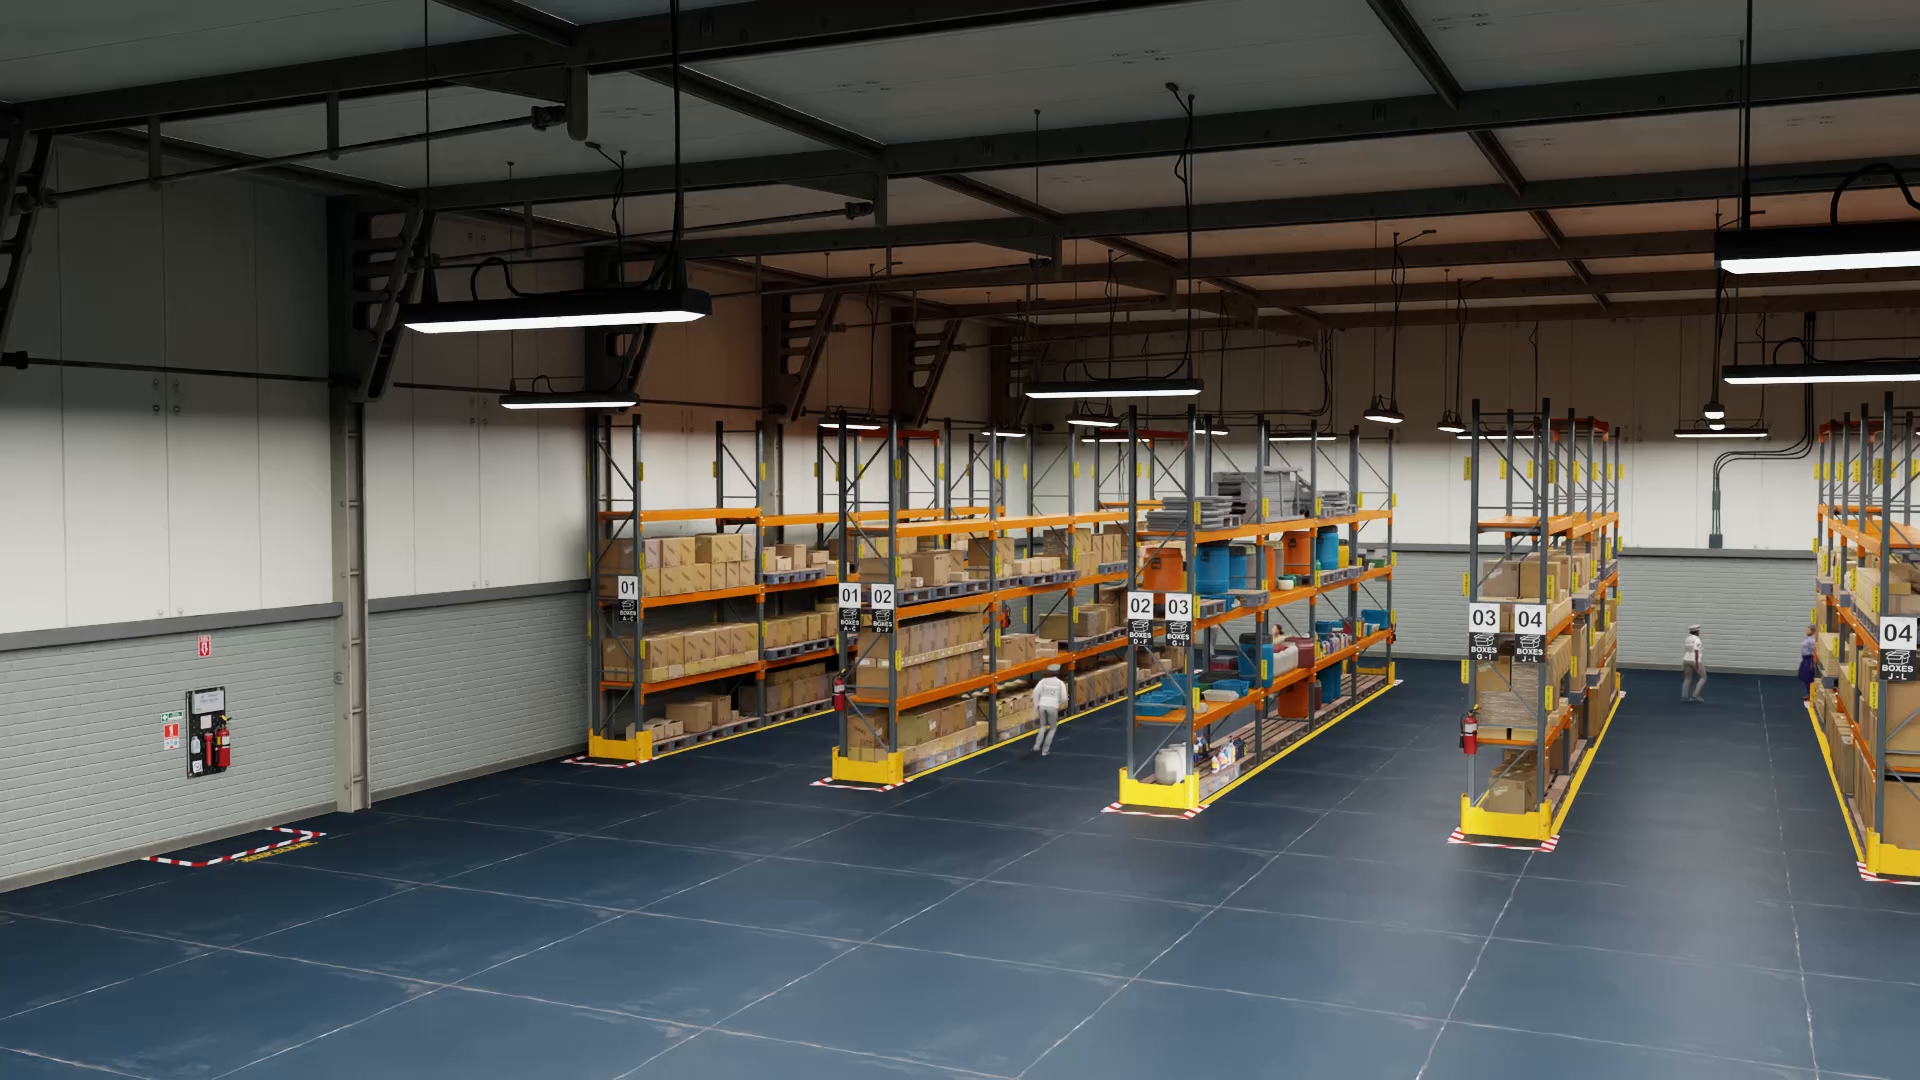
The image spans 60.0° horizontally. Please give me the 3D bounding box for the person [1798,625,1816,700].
[{"bbox_3d":[18.617,2.667,36.321,0.496,1.636,0.501,0,2,12],"label":"person"}]

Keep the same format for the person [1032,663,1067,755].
[{"bbox_3d":[1.603,3.000,29.578,0.570,1.582,0.703,1,3,27],"label":"person"}]

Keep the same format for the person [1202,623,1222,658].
[{"bbox_3d":[6.763,2.288,44.630,0.518,1.699,1.112,0,2,-3],"label":"person"}]

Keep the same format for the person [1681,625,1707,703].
[{"bbox_3d":[15.921,2.681,36.120,0.510,1.669,0.481,-1,2,-19],"label":"person"}]

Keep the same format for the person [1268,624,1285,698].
[{"bbox_3d":[6.974,2.654,36.829,1.040,1.609,0.544,-2,3,-41],"label":"person"}]
